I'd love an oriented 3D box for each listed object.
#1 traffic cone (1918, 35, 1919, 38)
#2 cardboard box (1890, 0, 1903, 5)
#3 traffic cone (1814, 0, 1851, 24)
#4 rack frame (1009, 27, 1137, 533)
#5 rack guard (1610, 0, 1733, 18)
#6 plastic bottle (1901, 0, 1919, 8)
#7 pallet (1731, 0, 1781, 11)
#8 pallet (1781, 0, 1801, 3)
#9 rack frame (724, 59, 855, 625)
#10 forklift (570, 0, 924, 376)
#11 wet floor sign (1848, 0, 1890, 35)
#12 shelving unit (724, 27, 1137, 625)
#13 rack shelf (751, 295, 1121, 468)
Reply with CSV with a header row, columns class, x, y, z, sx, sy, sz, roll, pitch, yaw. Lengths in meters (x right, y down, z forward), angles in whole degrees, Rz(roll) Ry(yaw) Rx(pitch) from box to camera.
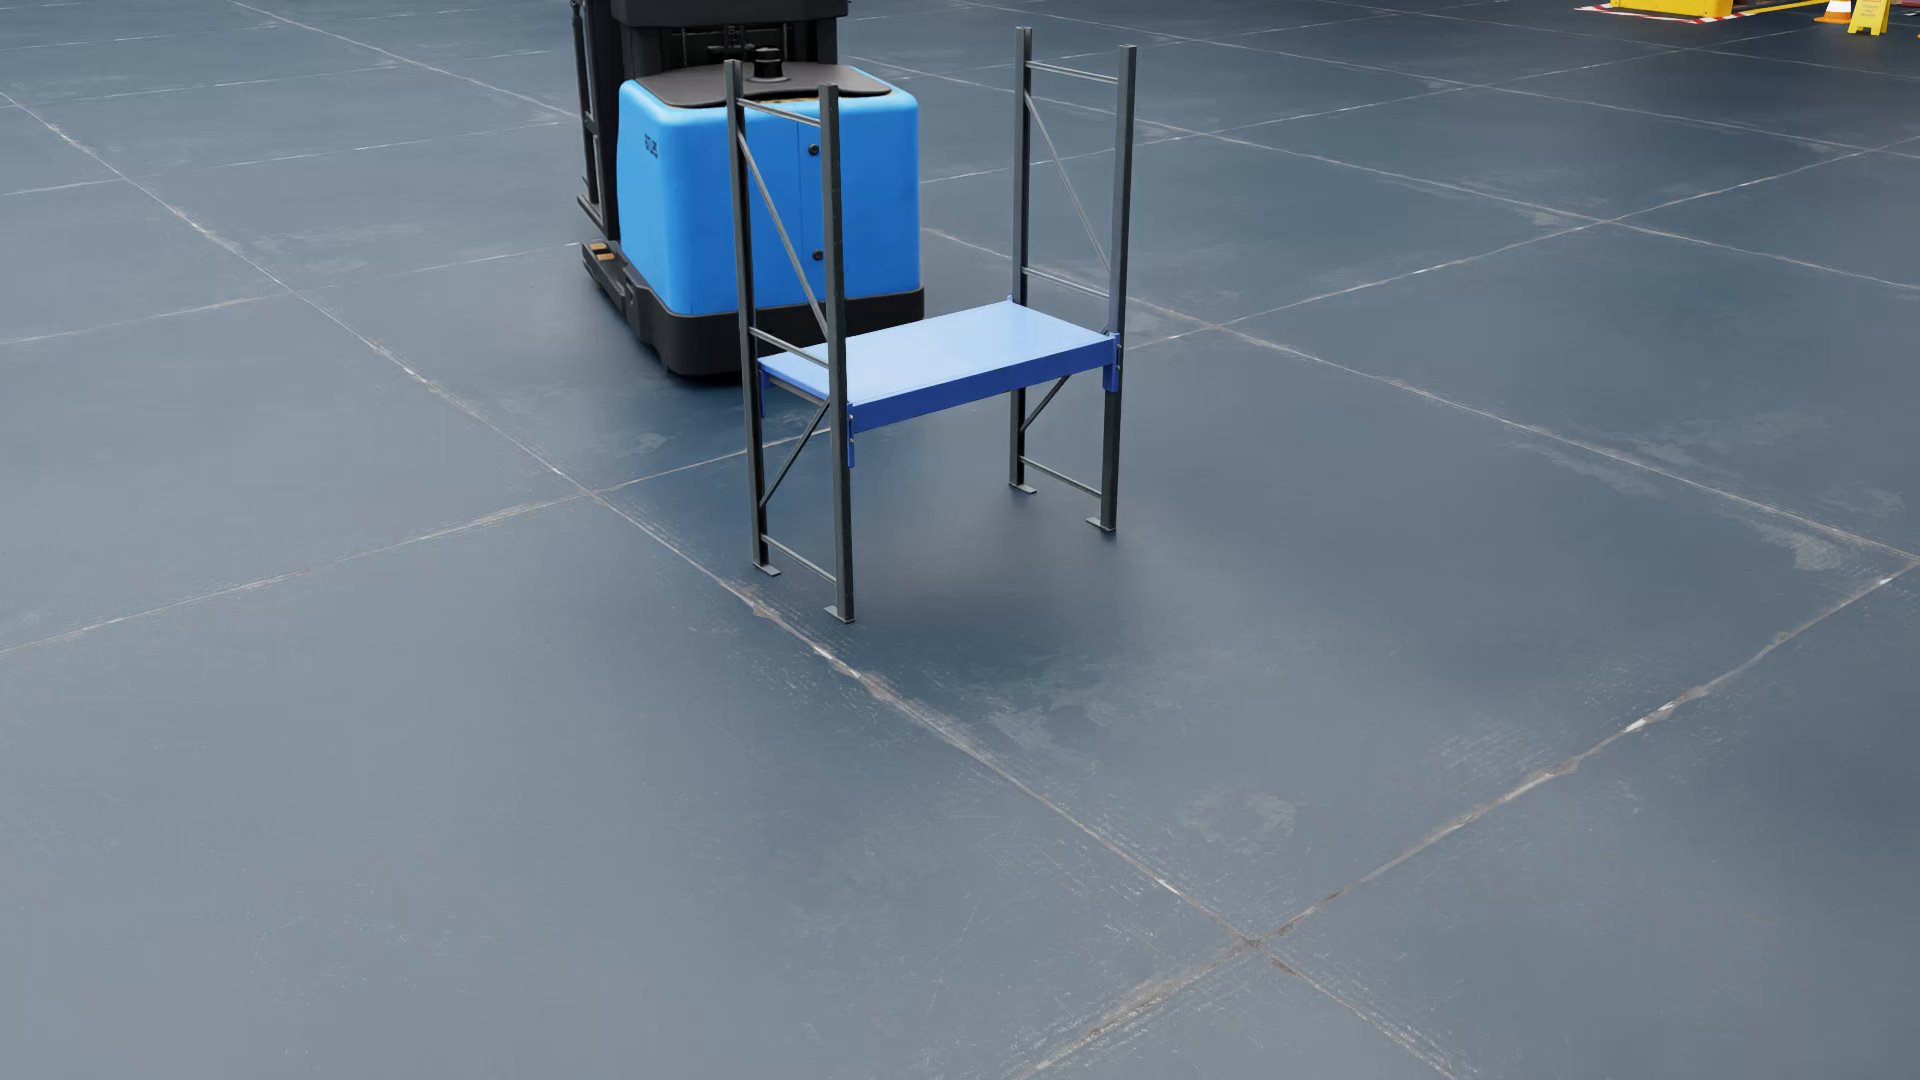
class,x,y,z,sx,sy,sz,roll,pitch,yaw
traffic cone,8.878,-4.751,14.936,0.334,0.463,0.336,-18,31,-34
cardboard box,9.714,-5.860,17.279,0.500,0.500,0.500,-13,28,-25
traffic cone,8.449,-5.213,15.933,0.334,0.463,0.336,-18,31,-34
rack frame,0.333,-0.790,5.171,0.032,1.500,0.500,-18,31,-34
rack guard,7.136,-5.556,16.628,0.348,0.500,1.175,-18,31,-34
plastic bottle,9.764,-5.463,16.950,0.283,0.061,0.133,15,29,29
pallet,7.735,-5.665,17.206,1.213,0.211,1.003,-18,31,-34
pallet,8.695,-5.980,17.885,1.213,0.211,1.003,-18,31,-34
rack frame,-0.467,-0.526,4.602,0.032,1.500,0.500,-18,31,-34
forklift,-1.160,-2.561,7.287,1.130,2.935,3.031,-9,27,-20
wet floor sign,8.354,-4.965,15.182,0.267,0.644,0.232,21,32,37
shelving unit,-0.067,-0.658,4.887,1.048,1.500,0.538,-18,31,-34
rack shelf,-0.067,-0.495,4.962,1.000,0.185,0.538,-18,31,-34
